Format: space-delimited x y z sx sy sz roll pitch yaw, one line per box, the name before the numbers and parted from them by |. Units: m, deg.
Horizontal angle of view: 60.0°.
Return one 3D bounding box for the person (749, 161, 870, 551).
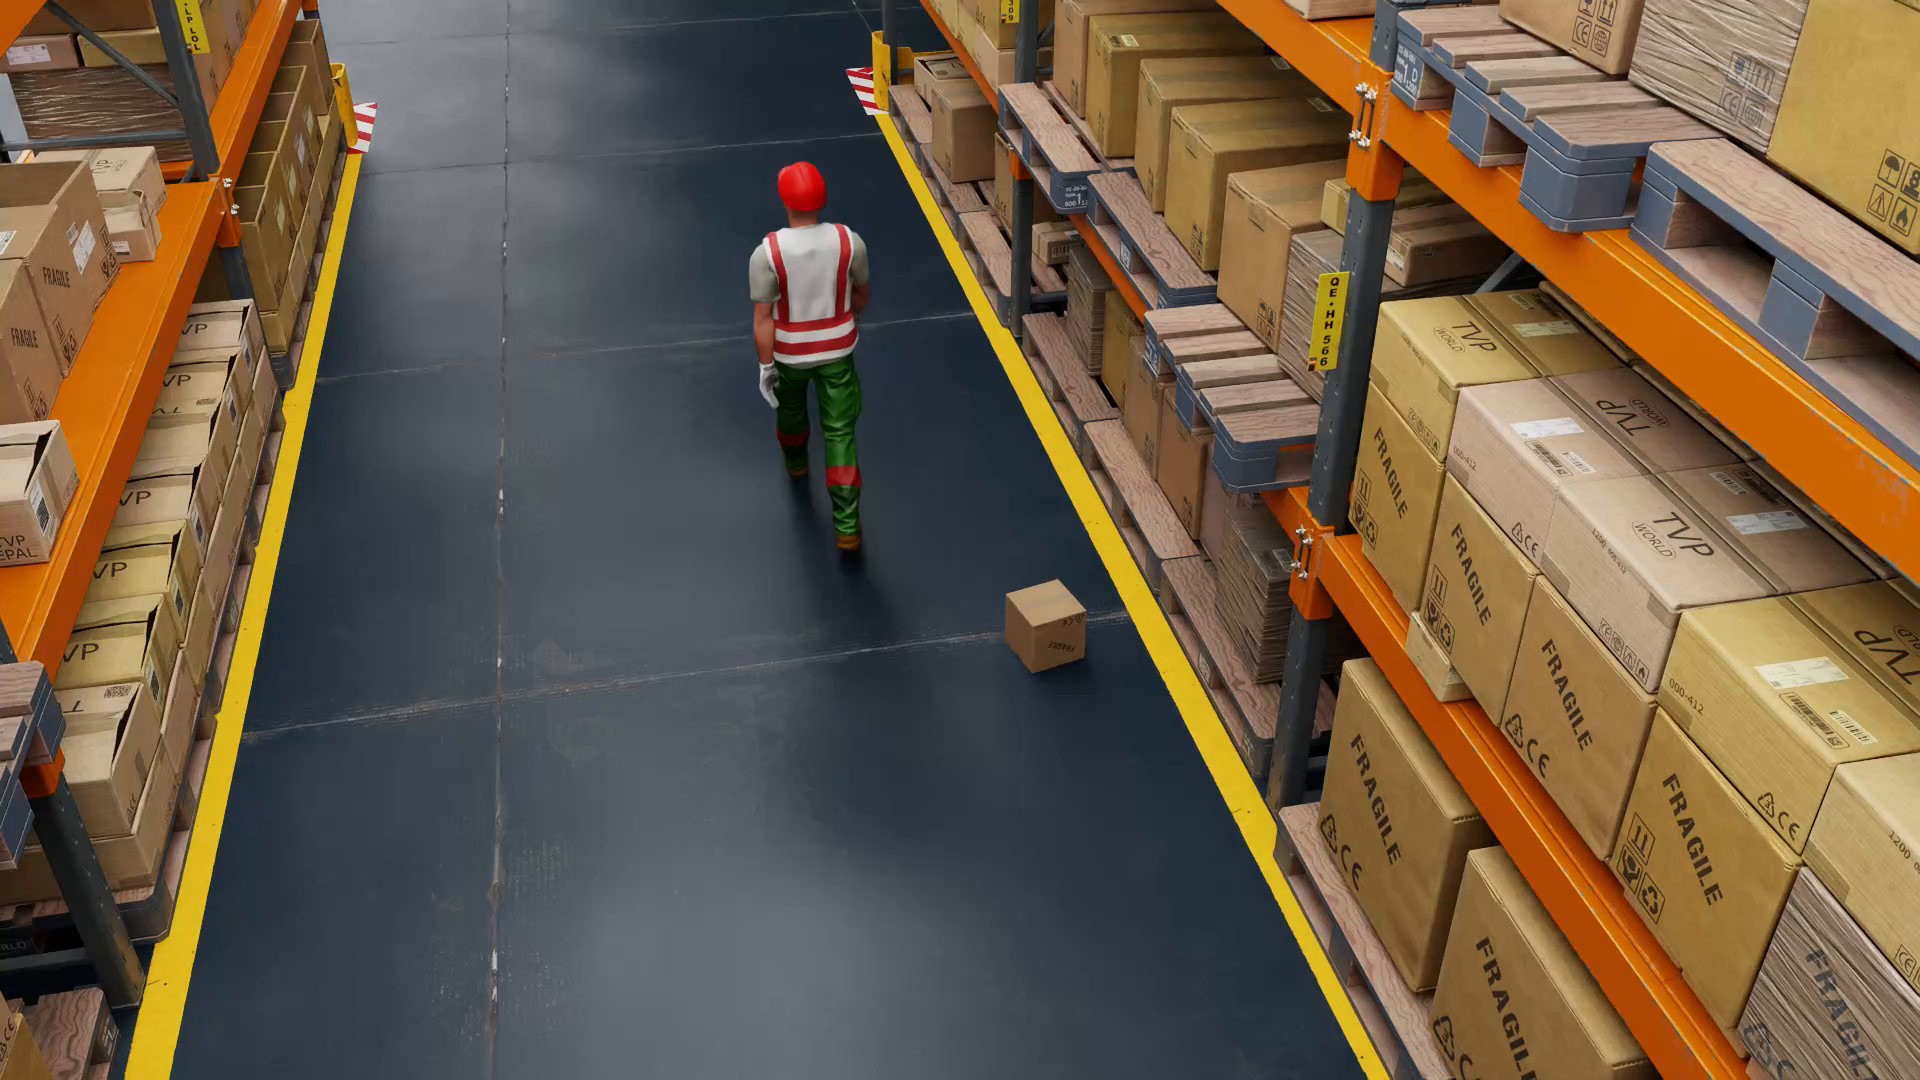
person | -0.662 -0.893 7.453 0.538 1.735 1.089 -6 34 -9
